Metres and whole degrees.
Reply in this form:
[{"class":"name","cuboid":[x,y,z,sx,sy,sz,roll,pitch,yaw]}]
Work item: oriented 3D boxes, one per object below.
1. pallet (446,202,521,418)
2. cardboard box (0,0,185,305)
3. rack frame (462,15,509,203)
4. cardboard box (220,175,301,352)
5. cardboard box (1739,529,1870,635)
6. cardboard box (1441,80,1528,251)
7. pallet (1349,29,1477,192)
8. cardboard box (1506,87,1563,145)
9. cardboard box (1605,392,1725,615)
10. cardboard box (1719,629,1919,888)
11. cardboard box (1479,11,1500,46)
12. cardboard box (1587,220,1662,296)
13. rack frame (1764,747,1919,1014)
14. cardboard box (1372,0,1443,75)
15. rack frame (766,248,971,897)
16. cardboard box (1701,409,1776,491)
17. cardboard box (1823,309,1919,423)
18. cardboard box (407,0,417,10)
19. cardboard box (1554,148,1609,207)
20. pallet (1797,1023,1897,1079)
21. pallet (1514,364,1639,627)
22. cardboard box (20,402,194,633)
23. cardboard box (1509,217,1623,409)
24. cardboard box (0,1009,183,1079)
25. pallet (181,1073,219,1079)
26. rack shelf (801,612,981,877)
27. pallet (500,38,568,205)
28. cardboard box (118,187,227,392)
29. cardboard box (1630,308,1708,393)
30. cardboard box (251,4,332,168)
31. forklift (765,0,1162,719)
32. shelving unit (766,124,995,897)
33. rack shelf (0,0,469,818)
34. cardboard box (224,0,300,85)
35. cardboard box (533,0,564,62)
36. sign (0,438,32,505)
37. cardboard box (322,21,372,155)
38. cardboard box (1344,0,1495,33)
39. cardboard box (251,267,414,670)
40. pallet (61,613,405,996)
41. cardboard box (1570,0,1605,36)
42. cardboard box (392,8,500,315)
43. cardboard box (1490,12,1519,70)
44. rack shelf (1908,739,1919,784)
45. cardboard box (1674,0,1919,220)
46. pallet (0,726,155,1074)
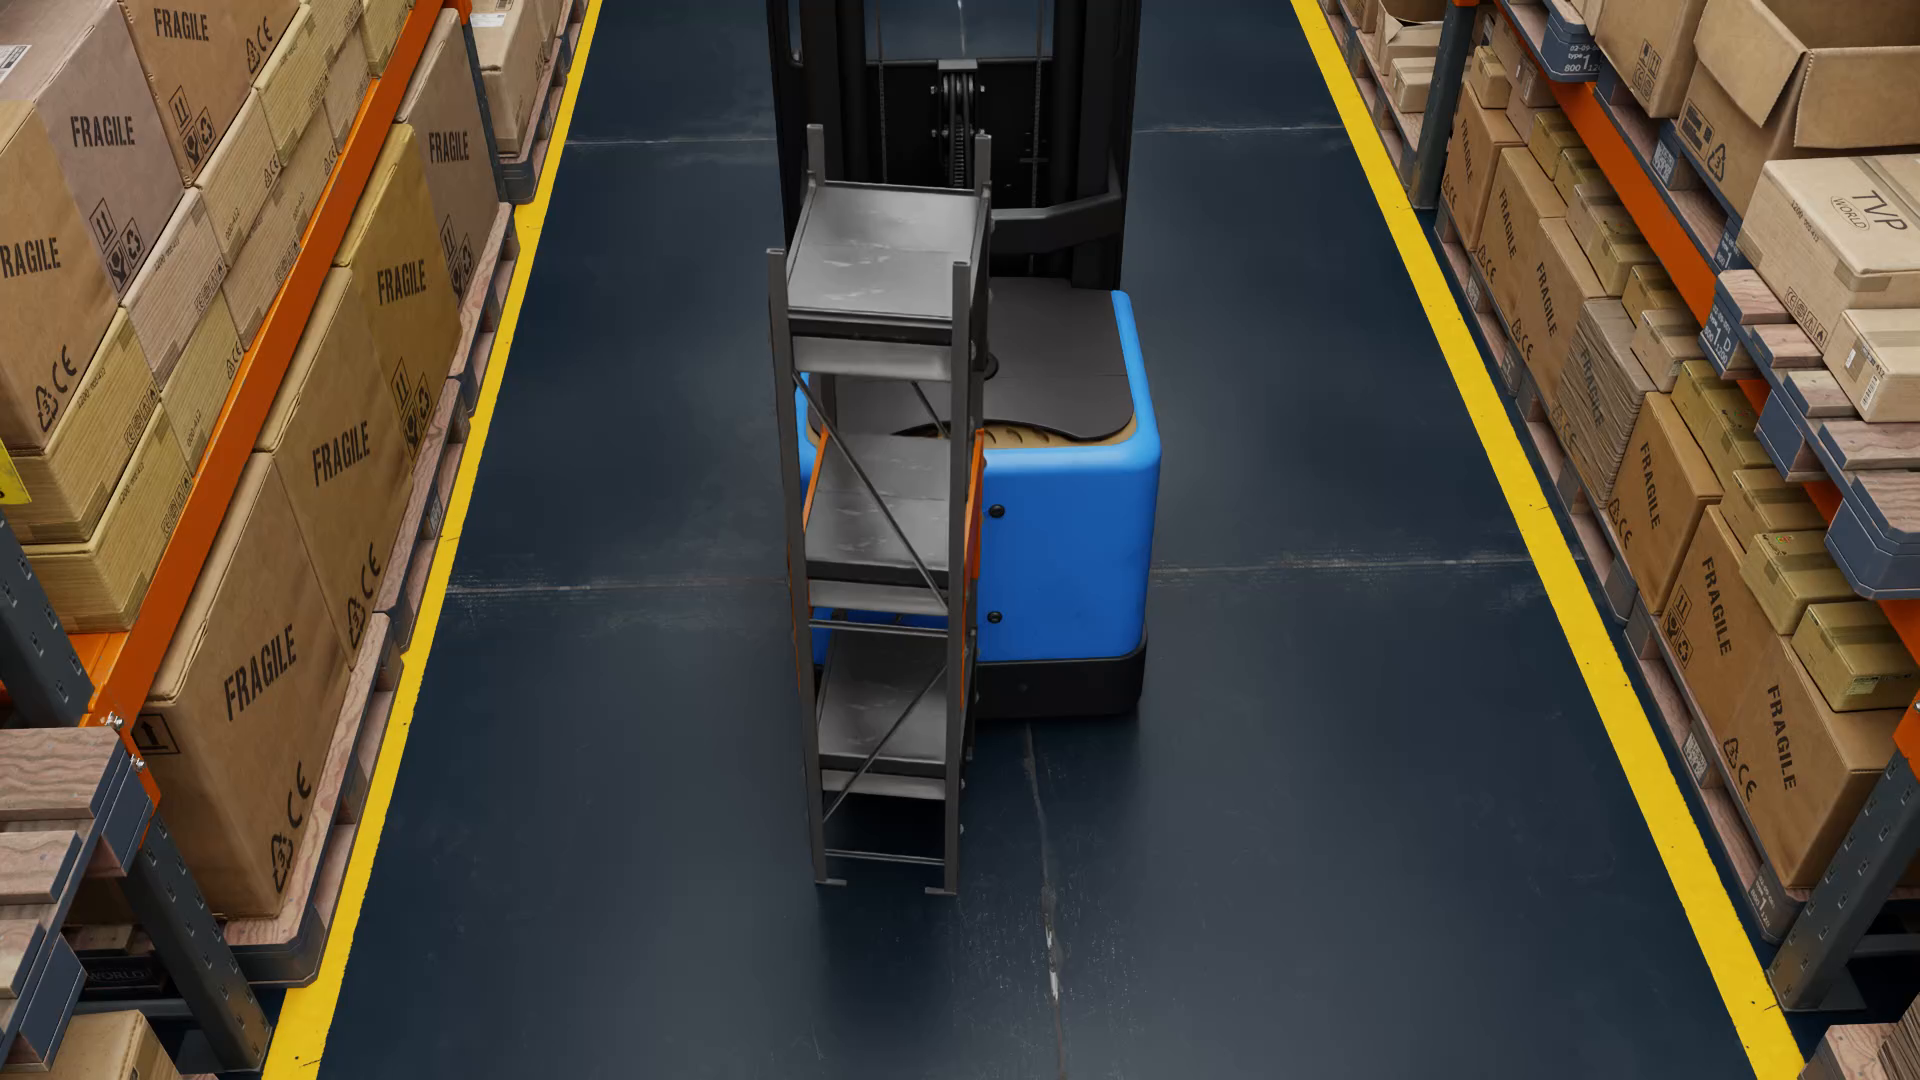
[{"class":"pallet","cuboid":[-2.354,-0.920,6.598,1.003,0.211,1.213,-2,43,-2]},{"class":"cardboard box","cuboid":[-2.099,-0.847,3.640,0.500,0.500,0.500,-1,43,-2]},{"class":"rack frame","cuboid":[-2.462,-2.467,6.222,1.000,3.000,0.127,-2,43,-2]},{"class":"cardboard box","cuboid":[-2.117,-0.750,4.459,0.500,0.250,0.500,0,43,0]},{"class":"cardboard box","cuboid":[2.350,0.106,4.473,0.380,0.149,0.250,-4,43,-4]},{"class":"cardboard box","cuboid":[2.293,-1.512,6.719,0.500,0.500,0.500,0,43,0]},{"class":"pallet","cuboid":[2.469,-2.048,7.828,1.003,0.211,1.213,-2,43,-2]},{"class":"cardboard box","cuboid":[2.335,-1.650,6.389,0.380,0.149,0.250,-3,43,-3]},{"class":"cardboard box","cuboid":[2.399,-0.116,5.195,0.500,0.500,0.500,0,43,0]},{"class":"cardboard box","cuboid":[2.434,0.576,4.441,0.500,0.500,0.500,-1,43,-1]},{"class":"cardboard box","cuboid":[2.705,-2.228,7.640,0.500,0.311,0.500,0,43,0]},{"class":"cardboard box","cuboid":[2.365,-0.955,5.631,0.380,0.149,0.250,0,43,0]},{"class":"rack frame","cuboid":[2.667,0.088,3.434,1.000,3.000,0.127,-2,43,-2]},{"class":"cardboard box","cuboid":[2.165,-2.368,7.826,0.396,0.266,0.258,0,43,0]},{"class":"rack frame","cuboid":[-0.194,0.214,3.957,0.400,2.100,0.015,4,43,3]},{"class":"cardboard box","cuboid":[2.417,-0.252,4.864,0.380,0.149,0.250,0,43,-1]},{"class":"cardboard box","cuboid":[2.256,-0.406,3.849,0.380,0.149,0.250,-1,43,-1]},{"class":"cardboard box","cuboid":[-2.191,-2.116,5.950,0.500,0.250,0.500,-3,43,-3]},{"class":"cardboard box","cuboid":[2.383,-1.292,5.999,0.380,0.149,0.250,-2,43,-3]},{"class":"pallet","cuboid":[2.663,1.673,3.768,1.003,0.211,1.213,-2,43,-2]},{"class":"pallet","cuboid":[2.624,-0.210,5.823,1.003,0.211,1.213,-2,43,-2]},{"class":"cardboard box","cuboid":[-2.062,-0.049,3.695,0.500,0.250,0.500,-2,43,-3]},{"class":"cardboard box","cuboid":[2.342,-0.816,5.960,0.500,0.500,0.500,-3,43,-3]},{"class":"cardboard box","cuboid":[-2.278,1.429,3.605,0.950,0.372,0.625,-4,43,-5]},{"class":"pallet","cuboid":[-2.260,1.789,3.642,1.003,0.211,1.213,-2,43,-2]},{"class":"rack shelf","cuboid":[-0.181,0.568,4.623,0.431,0.518,0.480,4,43,3]},{"class":"pallet","cuboid":[-2.416,-1.955,7.726,1.003,0.211,1.213,-2,43,-2]},{"class":"cardboard box","cuboid":[-2.088,-0.594,3.919,0.500,0.250,0.500,-1,43,-1]},{"class":"cardboard box","cuboid":[2.365,-0.606,5.251,0.380,0.149,0.250,-4,43,-4]},{"class":"cardboard box","cuboid":[-2.105,-1.273,4.660,0.500,0.250,0.500,-1,43,-1]},{"class":"forklift","cuboid":[-0.030,-1.506,5.223,1.130,2.935,3.031,-2,43,-2]},{"class":"shelving unit","cuboid":[-0.171,0.048,4.135,0.431,2.100,0.503,4,43,3]},{"class":"rack shelf","cuboid":[-2.377,-0.852,4.992,1.077,0.370,4.000,-2,43,-2]},{"class":"cardboard box","cuboid":[-2.124,-1.537,4.393,0.500,0.500,0.500,-1,43,-1]},{"class":"cardboard box","cuboid":[-2.420,-2.709,8.071,0.875,0.438,0.875,-3,43,-3]},{"class":"sign","cuboid":[-1.750,-0.186,2.935,0.100,0.325,0.005,-2,43,-2]},{"class":"cardboard box","cuboid":[-2.168,-1.431,5.202,0.500,0.250,0.500,-3,43,-3]},{"class":"cardboard box","cuboid":[2.300,-2.851,8.180,0.700,0.500,0.500,-3,43,-3]},{"class":"cardboard box","cuboid":[-2.272,-0.209,5.020,0.875,0.875,0.875,-1,43,-1]},{"class":"pallet","cuboid":[-2.250,0.727,4.801,1.003,0.211,1.213,-2,43,-2]},{"class":"cardboard box","cuboid":[2.173,-1.768,5.248,0.396,0.266,0.258,0,43,0]},{"class":"cardboard box","cuboid":[-2.356,-1.422,6.344,0.875,0.875,0.875,0,43,0]},{"class":"cardboard box","cuboid":[2.307,-1.946,6.492,0.380,0.149,0.250,-2,43,-3]},{"class":"rack shelf","cuboid":[2.752,1.704,2.204,1.077,0.370,4.000,-2,43,-2]},{"class":"cardboard box","cuboid":[2.413,-1.201,4.453,0.797,0.503,0.637,-3,43,-3]},{"class":"pallet","cuboid":[-2.155,0.782,2.819,1.213,0.211,1.003,-2,43,-2]}]
